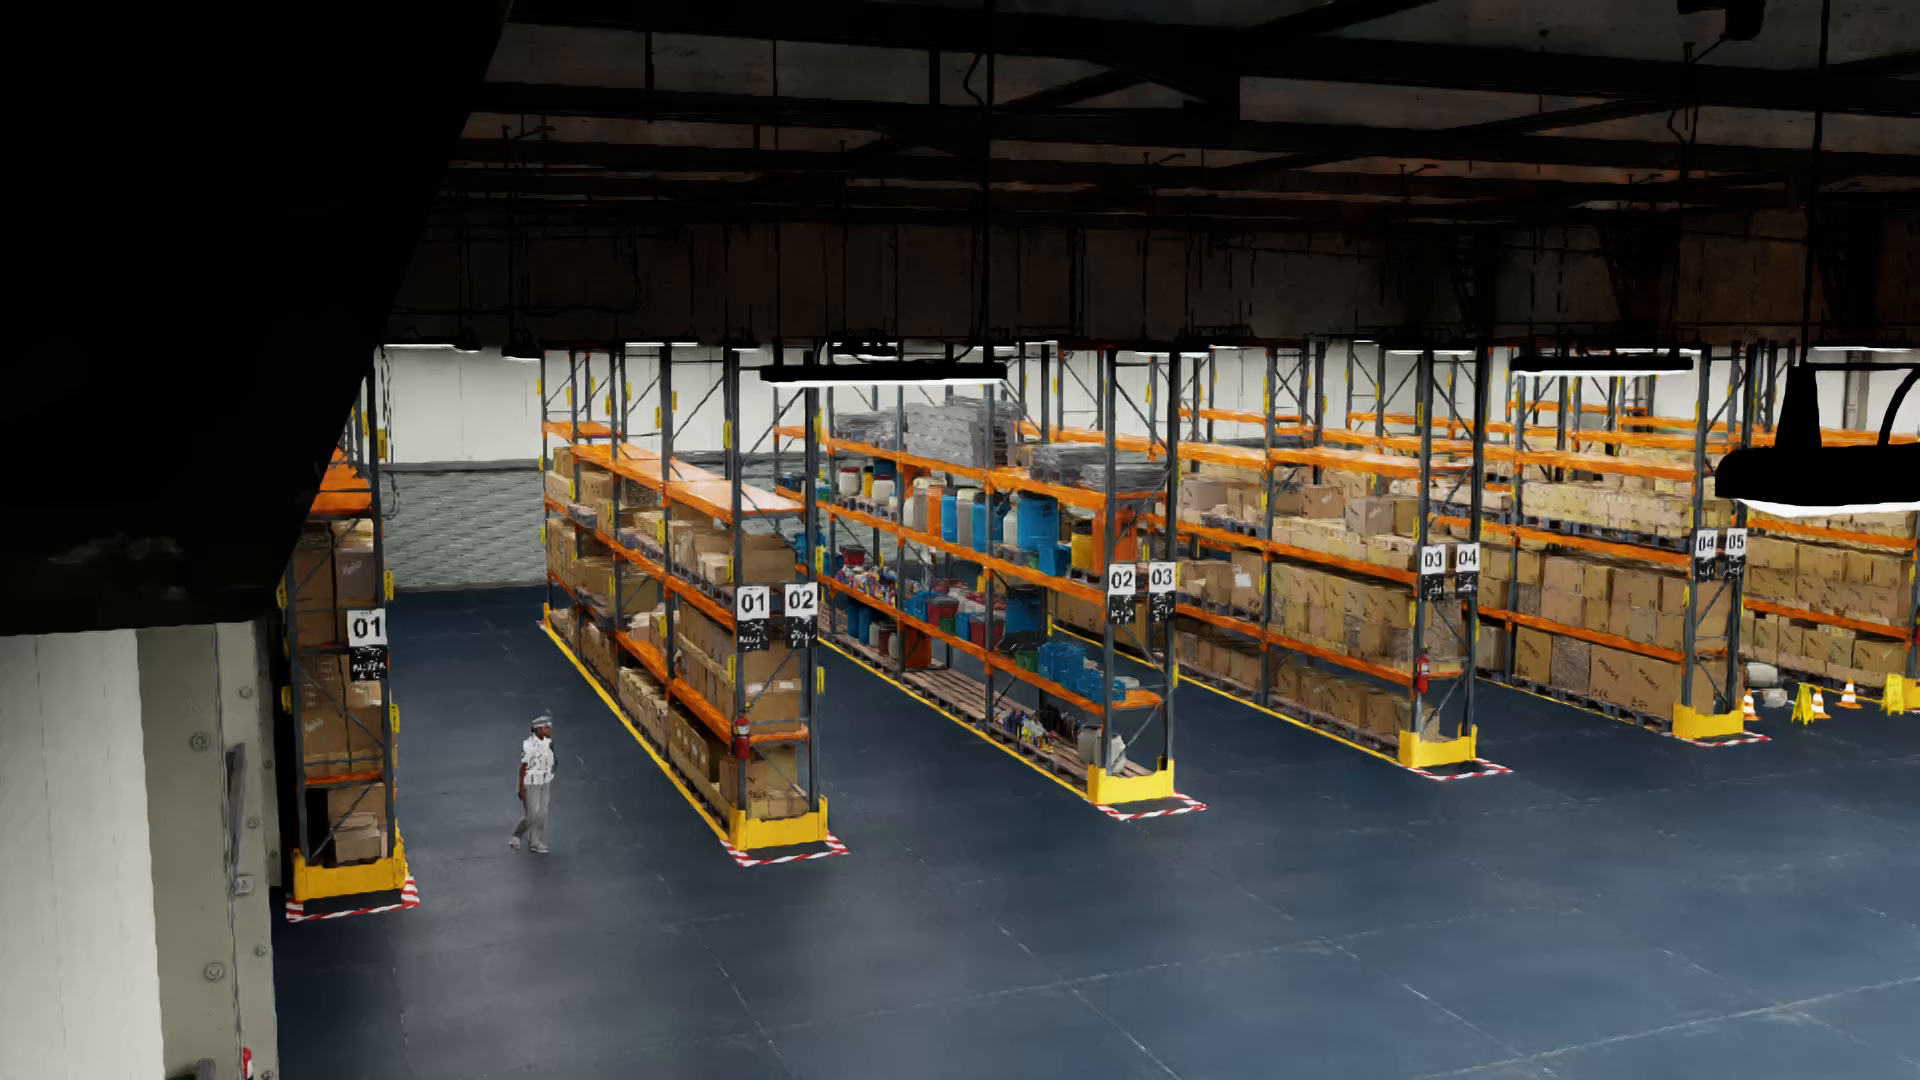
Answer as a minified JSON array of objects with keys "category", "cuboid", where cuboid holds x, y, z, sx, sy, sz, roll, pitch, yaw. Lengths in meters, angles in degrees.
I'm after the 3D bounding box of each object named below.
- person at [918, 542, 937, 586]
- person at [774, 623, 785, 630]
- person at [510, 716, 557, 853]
[{"category":"person","cuboid":[-0.737,0.517,37.823,0.384,1.769,0.703,-4,9,-30]},{"category":"person","cuboid":[-2.858,2.060,26.524,0.551,1.653,0.440,7,10,43]},{"category":"person","cuboid":[-5.136,2.924,19.949,0.526,1.670,0.522,4,9,30]}]
